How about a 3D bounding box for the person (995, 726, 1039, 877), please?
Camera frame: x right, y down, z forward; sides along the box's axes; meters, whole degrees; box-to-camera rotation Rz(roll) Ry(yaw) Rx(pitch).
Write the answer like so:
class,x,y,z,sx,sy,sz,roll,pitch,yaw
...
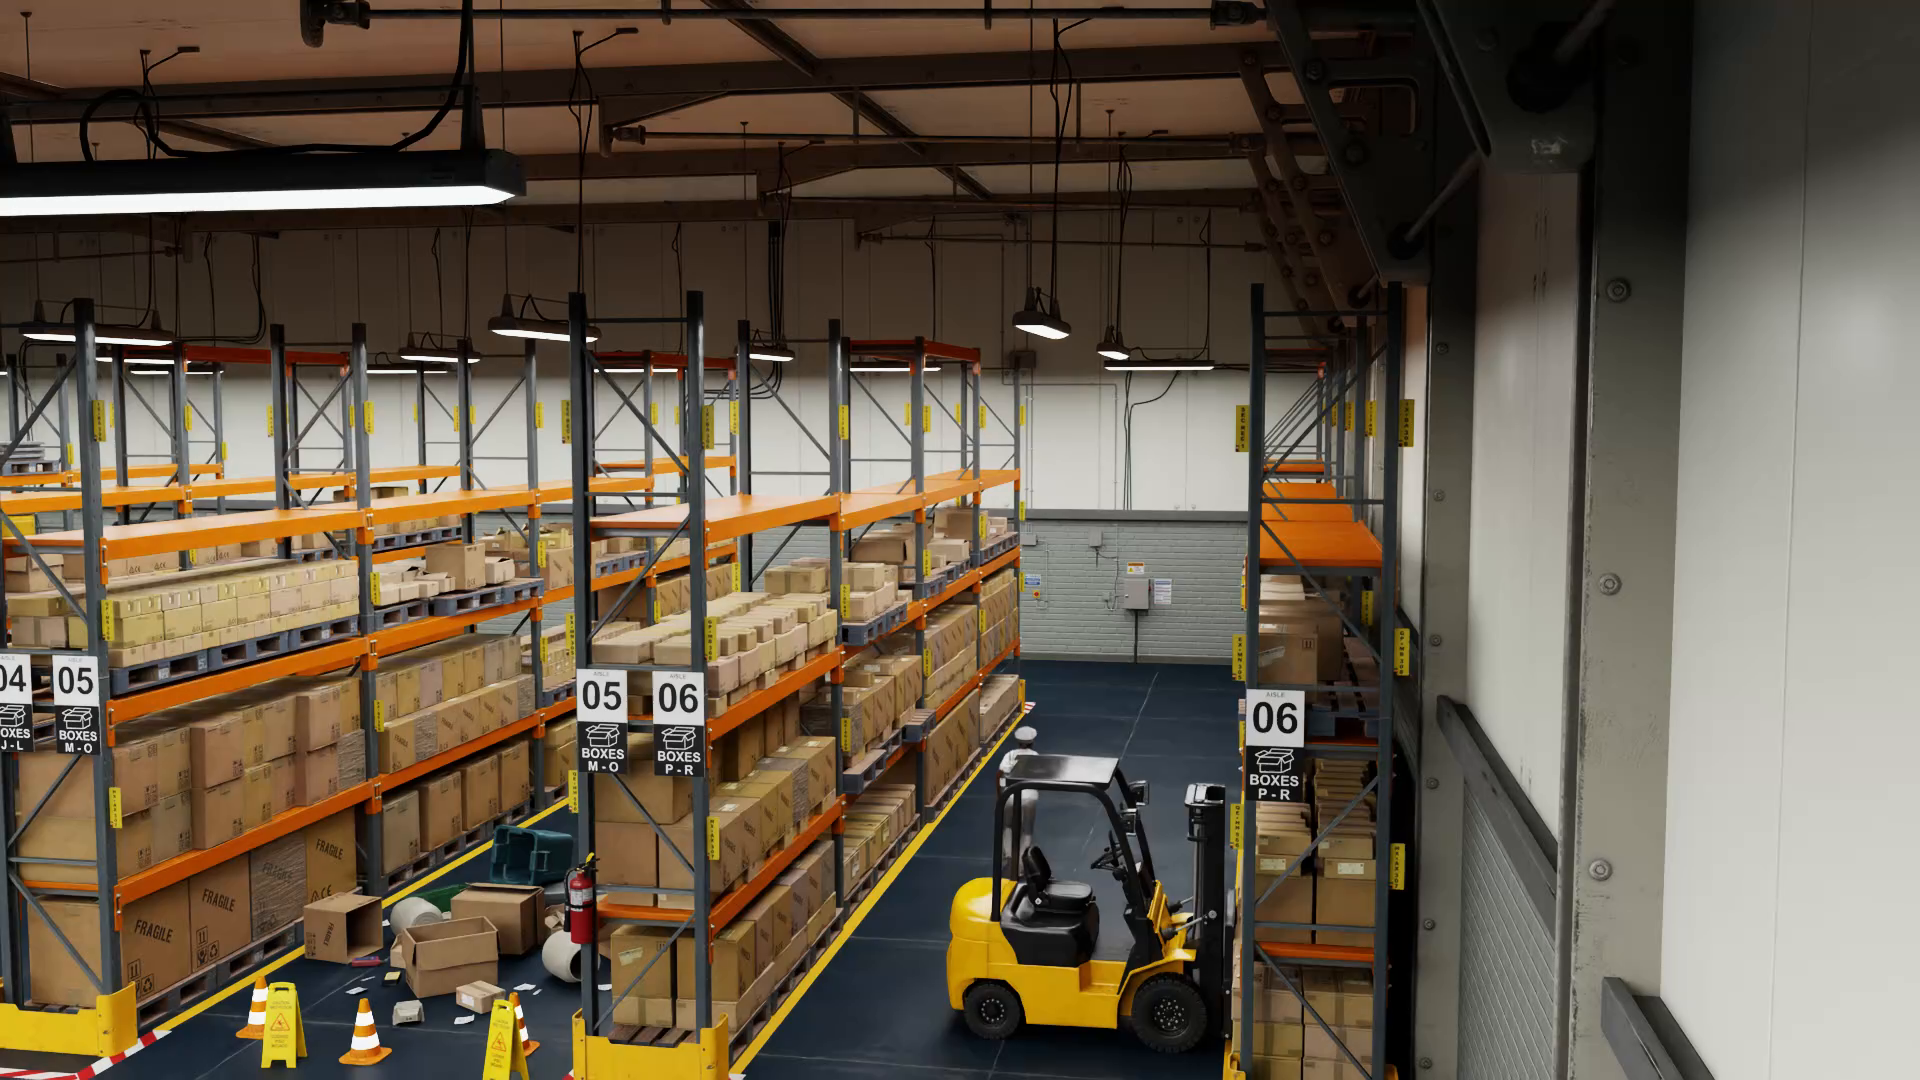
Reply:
class,x,y,z,sx,sy,sz,roll,pitch,yaw
person,0.682,2.891,18.542,0.556,1.584,0.720,1,5,12
